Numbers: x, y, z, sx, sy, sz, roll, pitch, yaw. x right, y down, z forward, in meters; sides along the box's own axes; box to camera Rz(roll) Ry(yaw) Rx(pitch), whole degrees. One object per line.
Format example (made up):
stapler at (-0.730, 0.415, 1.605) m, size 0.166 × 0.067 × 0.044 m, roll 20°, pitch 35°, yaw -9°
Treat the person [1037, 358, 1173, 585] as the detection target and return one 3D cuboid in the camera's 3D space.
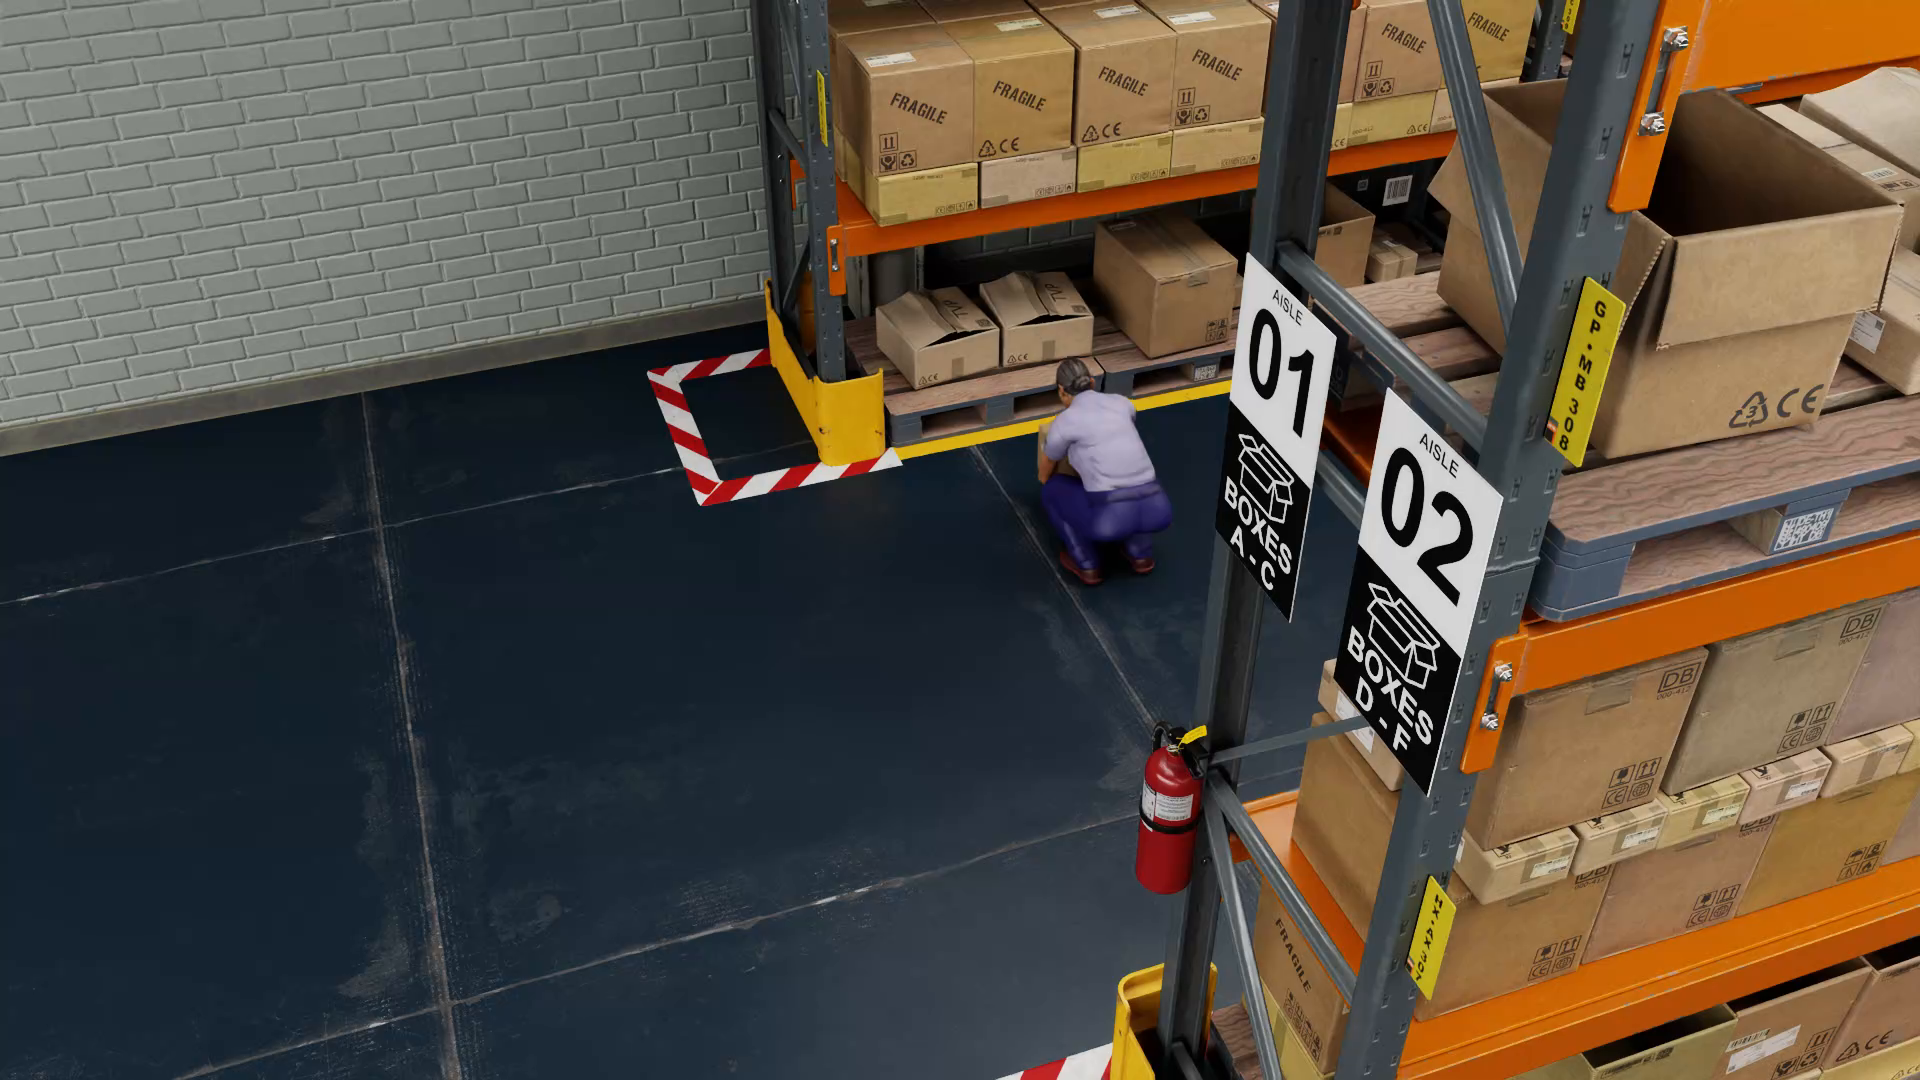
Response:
person at (0.657, -0.332, 7.810) m, size 0.516 × 0.940 × 0.845 m, roll -13°, pitch 40°, yaw -17°
